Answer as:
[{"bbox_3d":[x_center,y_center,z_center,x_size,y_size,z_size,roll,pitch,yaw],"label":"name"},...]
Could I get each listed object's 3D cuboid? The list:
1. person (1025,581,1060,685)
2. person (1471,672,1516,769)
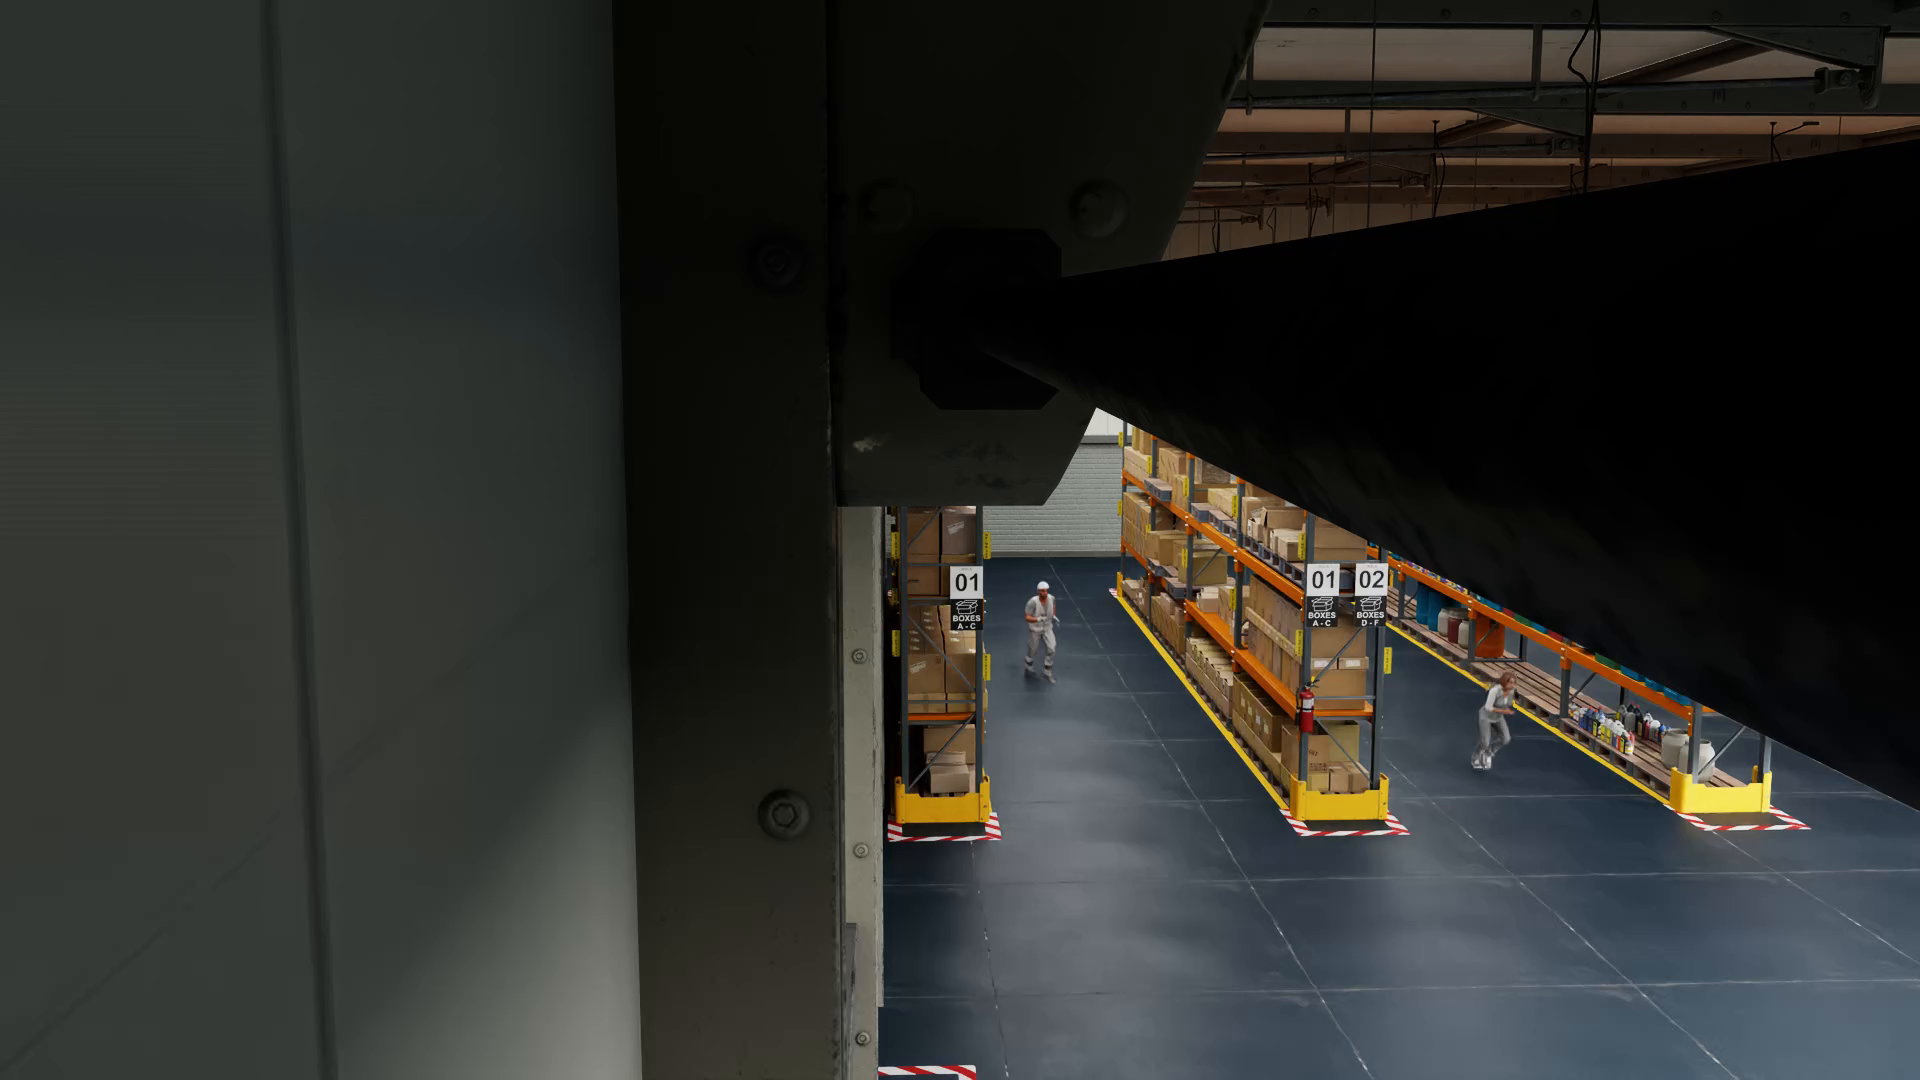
[{"bbox_3d":[1.376,1.536,28.069,0.696,1.757,0.992,-2,8,-17],"label":"person"},{"bbox_3d":[7.290,2.458,22.548,0.579,1.432,0.853,-3,9,-23],"label":"person"}]
